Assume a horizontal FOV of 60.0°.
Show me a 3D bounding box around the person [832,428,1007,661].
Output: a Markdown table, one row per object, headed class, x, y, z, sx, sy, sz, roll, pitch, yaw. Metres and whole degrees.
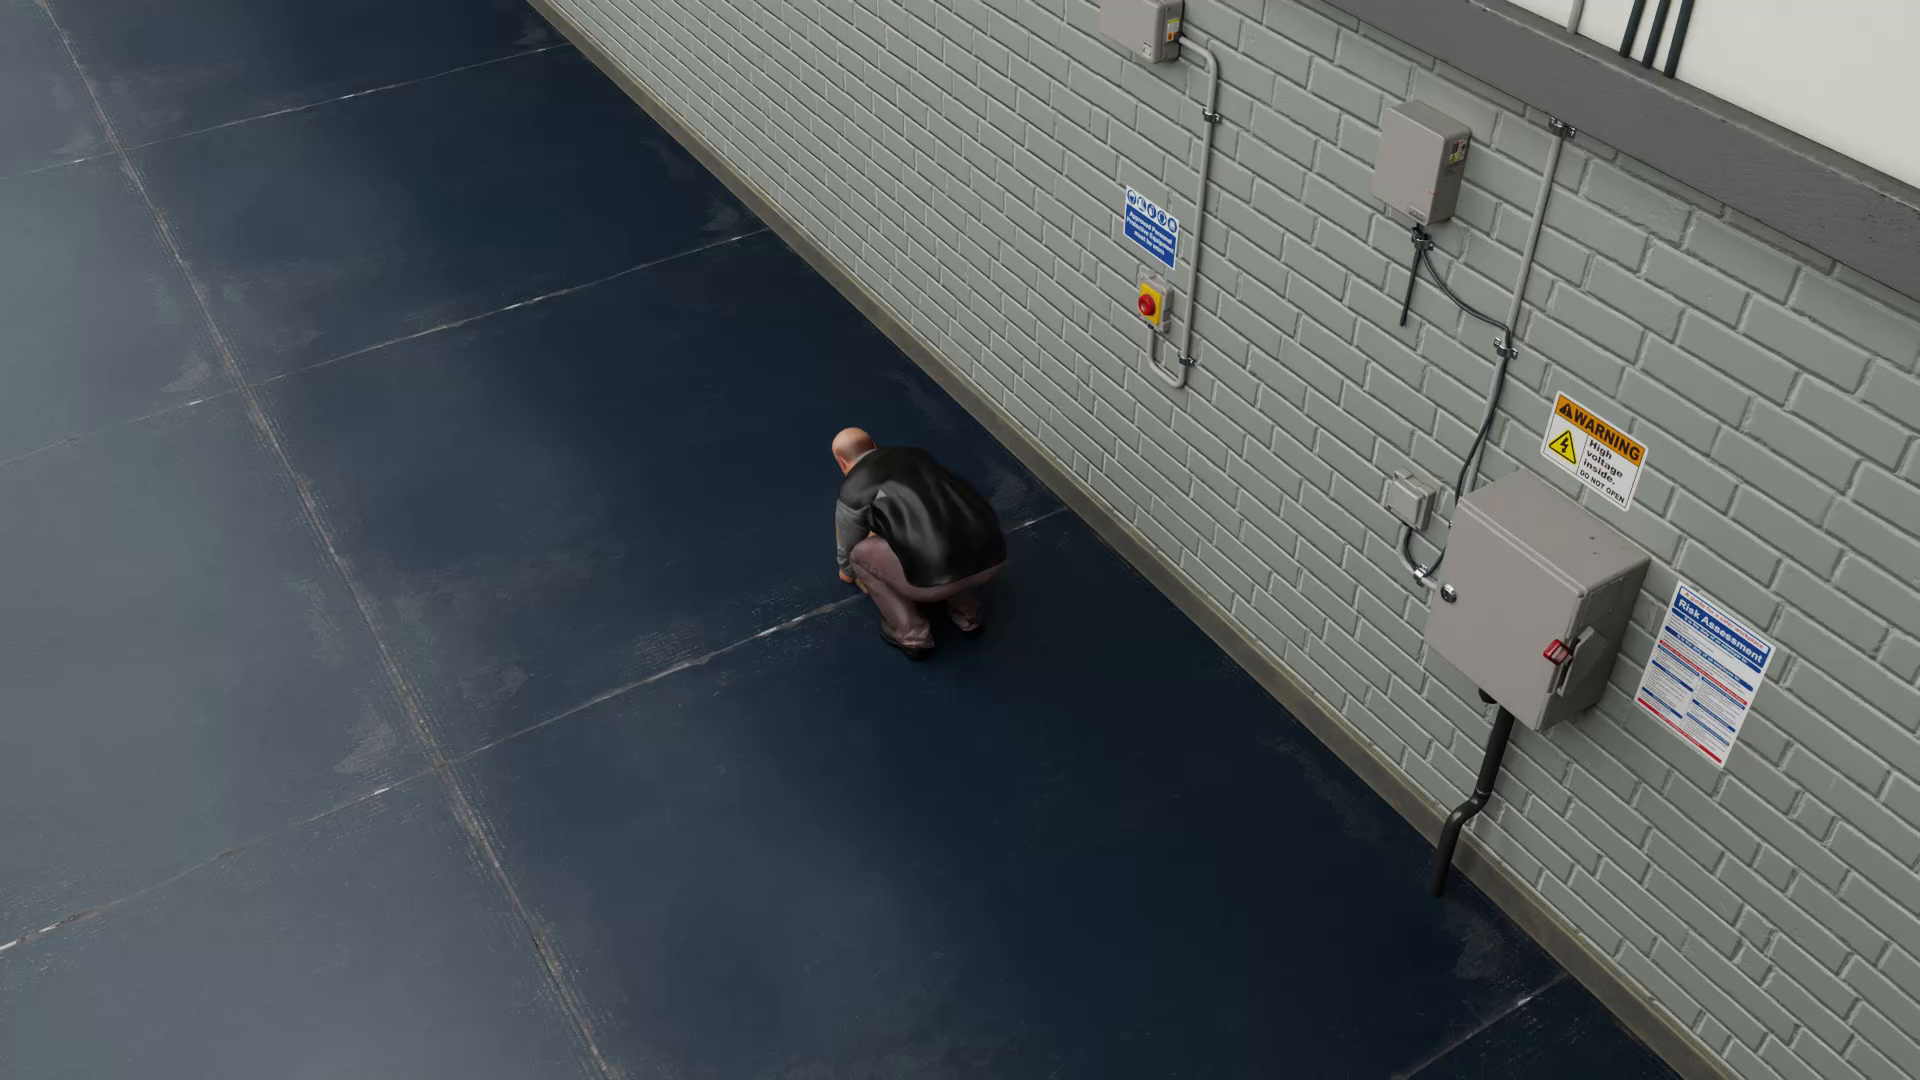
| class | x | y | z | sx | sy | sz | roll | pitch | yaw |
| --- | --- | --- | --- | --- | --- | --- | --- | --- | --- |
| person | -0.211 | 0.008 | 6.908 | 0.505 | 0.795 | 0.942 | -24 | 46 | -25 |
